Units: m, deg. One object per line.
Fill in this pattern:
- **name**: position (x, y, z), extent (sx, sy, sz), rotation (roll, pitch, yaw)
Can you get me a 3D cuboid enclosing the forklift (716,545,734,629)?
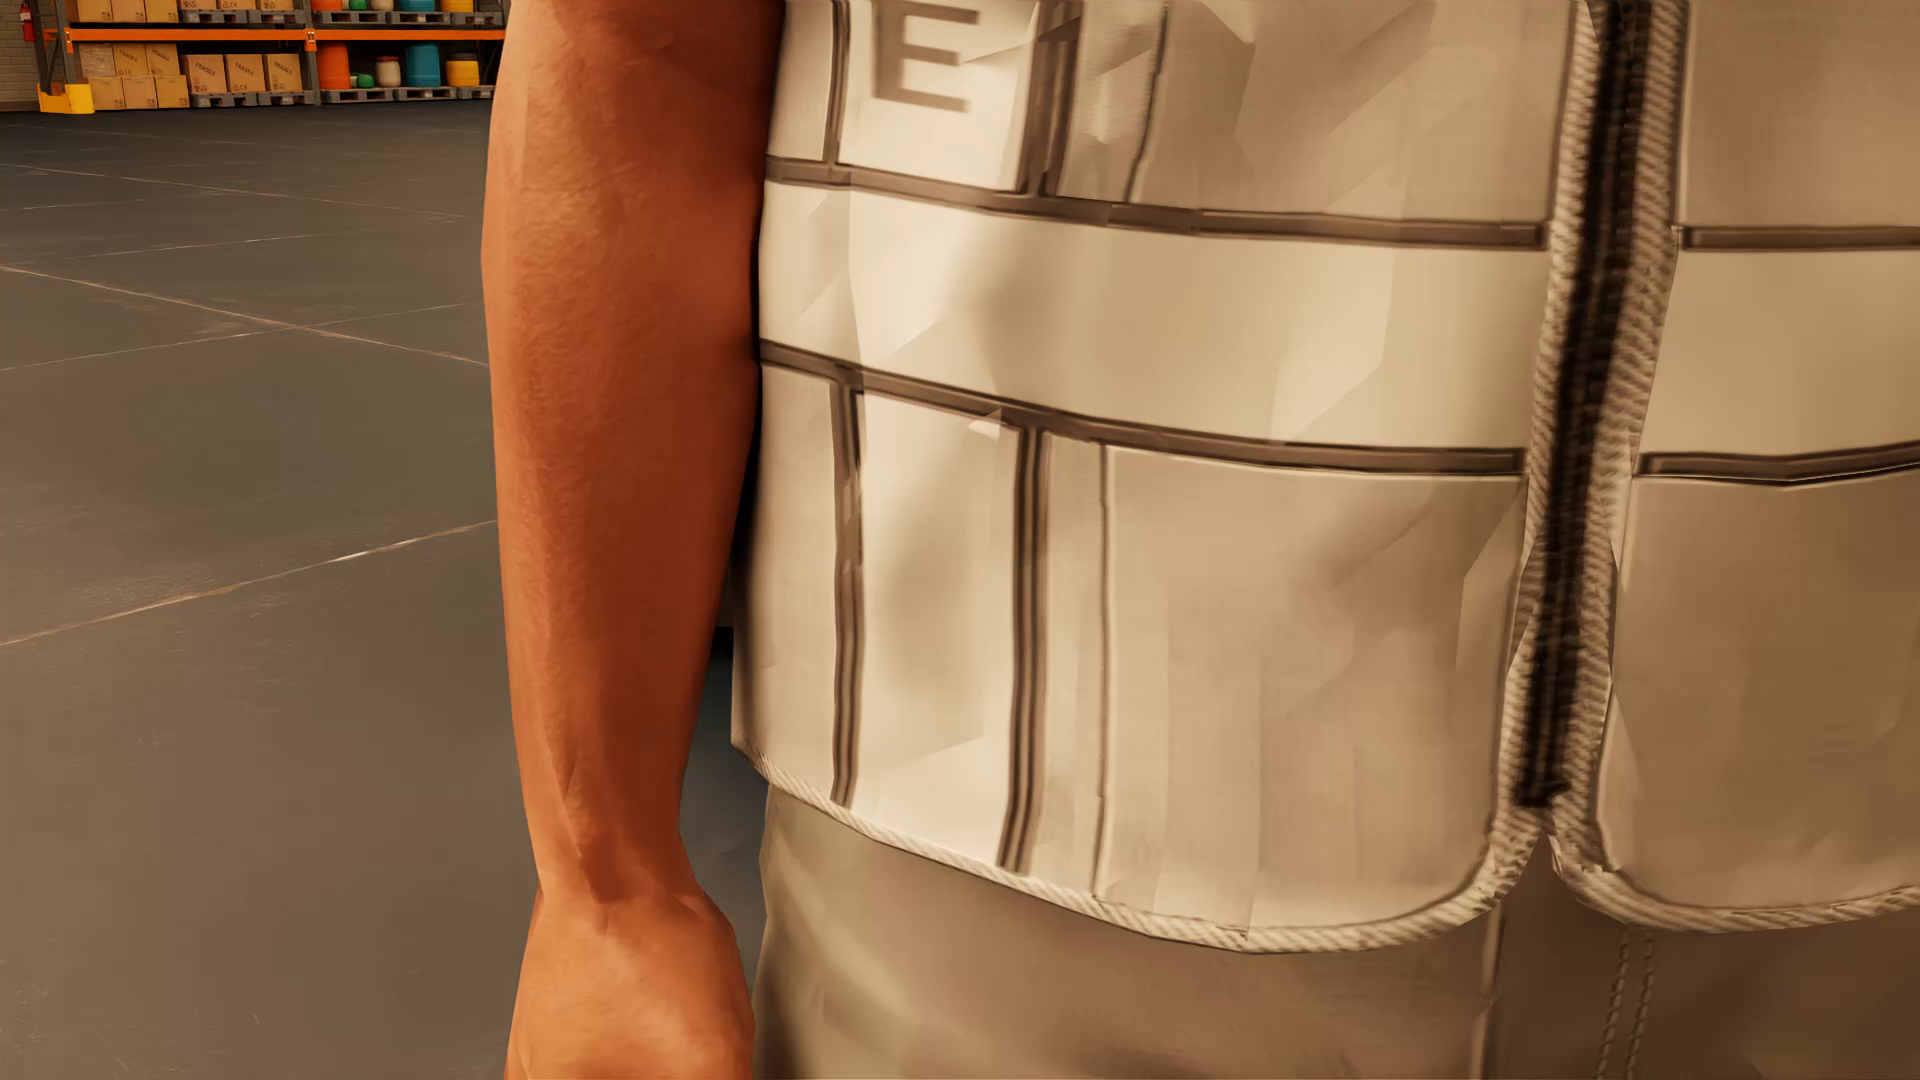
- **forklift**: position (0.182, -1.571, 4.072), extent (1.130, 2.935, 3.031), rotation (5, 18, 17)
